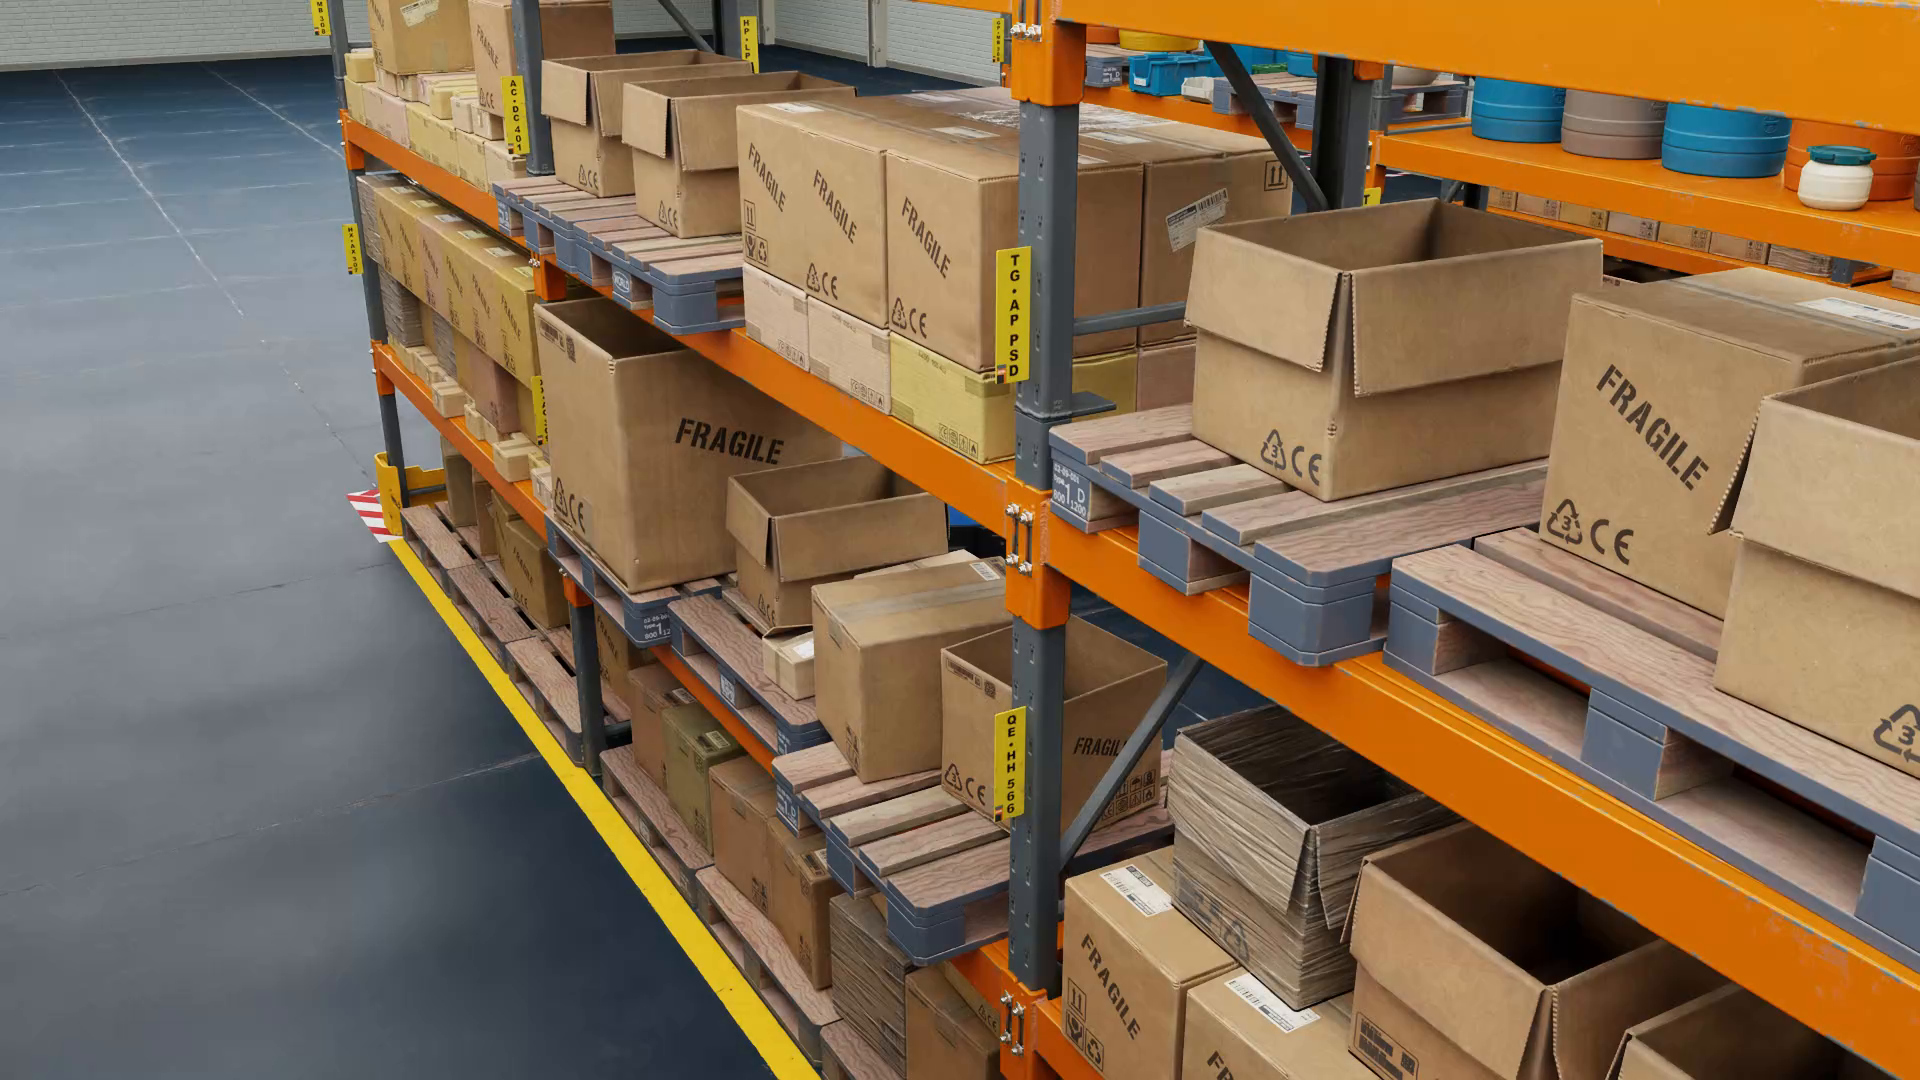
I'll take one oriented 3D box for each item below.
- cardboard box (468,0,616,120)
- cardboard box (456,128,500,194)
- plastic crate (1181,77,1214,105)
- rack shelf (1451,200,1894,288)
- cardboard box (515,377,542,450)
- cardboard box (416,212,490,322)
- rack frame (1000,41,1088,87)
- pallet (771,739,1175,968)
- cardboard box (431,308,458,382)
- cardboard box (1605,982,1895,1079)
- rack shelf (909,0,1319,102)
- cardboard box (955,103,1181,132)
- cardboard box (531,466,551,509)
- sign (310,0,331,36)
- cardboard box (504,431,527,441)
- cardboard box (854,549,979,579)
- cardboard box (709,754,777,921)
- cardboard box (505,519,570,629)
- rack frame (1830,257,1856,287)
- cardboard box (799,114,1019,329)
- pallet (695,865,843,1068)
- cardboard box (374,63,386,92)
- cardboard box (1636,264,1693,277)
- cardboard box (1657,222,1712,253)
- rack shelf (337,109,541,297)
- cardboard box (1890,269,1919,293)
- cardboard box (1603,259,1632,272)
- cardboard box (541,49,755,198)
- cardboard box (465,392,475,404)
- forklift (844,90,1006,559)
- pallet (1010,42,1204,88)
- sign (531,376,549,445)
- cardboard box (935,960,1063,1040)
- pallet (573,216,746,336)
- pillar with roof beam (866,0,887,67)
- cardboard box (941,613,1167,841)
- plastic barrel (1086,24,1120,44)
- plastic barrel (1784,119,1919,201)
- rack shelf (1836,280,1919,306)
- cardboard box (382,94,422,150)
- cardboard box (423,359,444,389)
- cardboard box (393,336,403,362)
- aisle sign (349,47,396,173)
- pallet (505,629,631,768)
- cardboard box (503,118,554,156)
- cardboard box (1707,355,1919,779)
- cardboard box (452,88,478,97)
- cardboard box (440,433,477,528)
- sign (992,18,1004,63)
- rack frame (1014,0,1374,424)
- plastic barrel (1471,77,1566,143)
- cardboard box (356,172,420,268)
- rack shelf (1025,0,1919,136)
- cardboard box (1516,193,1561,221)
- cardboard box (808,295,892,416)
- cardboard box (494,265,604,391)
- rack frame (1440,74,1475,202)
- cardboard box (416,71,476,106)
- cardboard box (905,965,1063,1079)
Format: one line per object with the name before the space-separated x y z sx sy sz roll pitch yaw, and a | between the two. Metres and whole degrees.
cardboard box | -1.895 -2.207 7.581 0.500 0.500 0.500 -13 26 -30
cardboard box | -2.161 -1.893 8.201 0.500 0.250 0.500 -12 25 -27
plastic crate | 1.644 -2.967 10.993 0.243 0.136 0.396 -13 25 -28
rack shelf | 6.050 -2.523 14.490 1.077 0.370 4.000 -13 25 -28
cardboard box | -1.848 -0.815 8.805 0.875 0.500 0.500 -13 25 -28
cardboard box | -2.676 -1.531 9.238 0.500 0.500 0.500 -13 25 -28
rack frame | 0.769 -2.552 13.607 1.000 3.000 0.127 -13 25 -28
pallet | 0.142 0.869 5.445 1.213 0.211 1.003 -13 25 -28
cardboard box | -2.655 -1.291 9.977 0.875 0.500 0.500 -13 25 -28
cardboard box | 1.635 1.146 3.043 0.797 0.503 0.637 -12 25 -27
rack shelf | -0.424 -1.918 5.566 1.077 0.370 4.000 -13 25 -28
cardboard box | 0.322 -1.044 5.116 0.500 0.500 0.500 -12 25 -28
cardboard box | -1.928 -0.284 8.360 0.380 0.149 0.250 -13 25 -28
sign | -3.956 -3.290 10.277 0.100 0.325 0.005 -13 25 -28
cardboard box | -2.242 -0.542 8.996 0.380 0.149 0.250 -13 25 -28
cardboard box | -0.061 0.278 6.284 0.500 0.250 0.500 -13 26 -30
cardboard box | -0.637 1.192 7.132 0.700 0.500 0.500 -15 27 -33
cardboard box | -2.300 0.152 9.716 0.500 0.500 0.500 -15 27 -33
rack frame | 7.072 -2.209 12.762 1.000 3.000 0.127 -13 25 -28
cardboard box | -0.133 -0.947 4.879 0.500 0.500 0.500 -13 25 -28
pallet | -0.420 1.634 7.010 1.003 0.211 1.213 -13 25 -28
cardboard box | -3.185 -2.708 9.677 0.380 0.149 0.250 -12 25 -26
cardboard box | 6.336 -2.172 14.771 0.500 0.500 0.500 -13 25 -28
cardboard box | 6.312 -2.730 13.912 0.700 0.500 0.500 -12 25 -27
rack shelf | -2.468 -2.008 9.241 1.077 0.370 4.000 -13 25 -28
cardboard box | 7.361 -1.988 12.419 0.500 0.250 0.500 -11 25 -25
cardboard box | 5.635 -2.235 14.923 0.500 0.500 0.500 -13 25 -28
cardboard box | -1.291 -1.765 6.993 0.797 0.503 0.637 -14 26 -31
cardboard box | -2.624 -0.785 9.594 0.380 0.149 0.250 -13 25 -28
forklift | -0.624 -1.350 10.740 3.031 2.935 1.130 -1 22 -2
pallet | 1.107 -3.568 12.372 1.003 0.211 1.213 -13 25 -28
sign | -1.909 -0.599 7.651 0.100 0.325 0.005 -13 25 -28
cardboard box | 0.229 1.386 5.658 0.500 0.250 0.500 -11 25 -26
pallet | -0.690 -1.052 6.181 1.213 0.211 1.003 -13 25 -28
pillar with roof beam | -5.574 -14.118 34.094 9.100 9.000 0.400 -13 25 -28
cardboard box | 0.287 0.582 5.205 0.500 0.500 0.500 -16 27 -35
plastic barrel | 1.126 -4.202 12.555 0.600 0.830 0.708 -13 25 -28
plastic barrel | 4.288 -2.070 7.867 0.600 0.830 0.708 -13 25 -28
rack shelf | 8.094 -1.228 11.305 1.077 0.370 4.000 -13 25 -28
cardboard box | -2.947 -2.387 9.416 0.500 0.250 0.500 -13 25 -28
cardboard box | -3.056 -1.017 10.164 0.380 0.149 0.250 -13 25 -28
cardboard box | -3.438 -1.260 10.762 0.380 0.149 0.250 -13 25 -28
aisle sign | -3.779 -2.766 10.681 0.394 0.787 0.004 -13 25 -28
pallet | -1.820 0.777 9.120 1.003 0.211 1.213 -13 25 -28
cardboard box | -1.861 -1.859 7.588 0.380 0.149 0.250 -12 25 -27
cardboard box | 1.659 0.015 2.611 0.797 0.503 0.637 -13 25 -29
cardboard box | -2.353 -2.210 8.451 0.380 0.149 0.250 -12 25 -26
cardboard box | -3.185 -0.431 11.149 0.500 0.500 0.500 -8 23 -18
sign | 0.293 -3.841 12.783 0.100 0.325 0.005 -13 25 -28
rack frame | 0.597 -1.789 3.762 1.000 3.000 0.127 -13 25 -28
plastic barrel | 3.258 -2.756 9.460 0.600 0.901 0.708 -13 25 -28
cardboard box | -3.443 -2.016 10.433 0.500 0.500 0.500 -13 25 -28
rack shelf | 1.619 -0.623 2.380 1.077 0.370 4.000 -13 25 -28
cardboard box | 5.529 -3.227 15.135 0.700 0.500 0.500 -12 25 -27
cardboard box | -0.122 -0.595 5.006 0.500 0.250 0.500 -13 25 -28
cardboard box | -1.913 -1.045 8.042 0.500 0.500 0.500 -13 25 -28
rack frame | 5.029 -3.504 15.948 1.000 3.000 0.127 -13 25 -28
cardboard box | -2.745 -2.471 9.094 0.380 0.149 0.250 -13 25 -29
cardboard box | 0.238 1.731 5.804 0.700 0.500 0.500 -14 26 -31
